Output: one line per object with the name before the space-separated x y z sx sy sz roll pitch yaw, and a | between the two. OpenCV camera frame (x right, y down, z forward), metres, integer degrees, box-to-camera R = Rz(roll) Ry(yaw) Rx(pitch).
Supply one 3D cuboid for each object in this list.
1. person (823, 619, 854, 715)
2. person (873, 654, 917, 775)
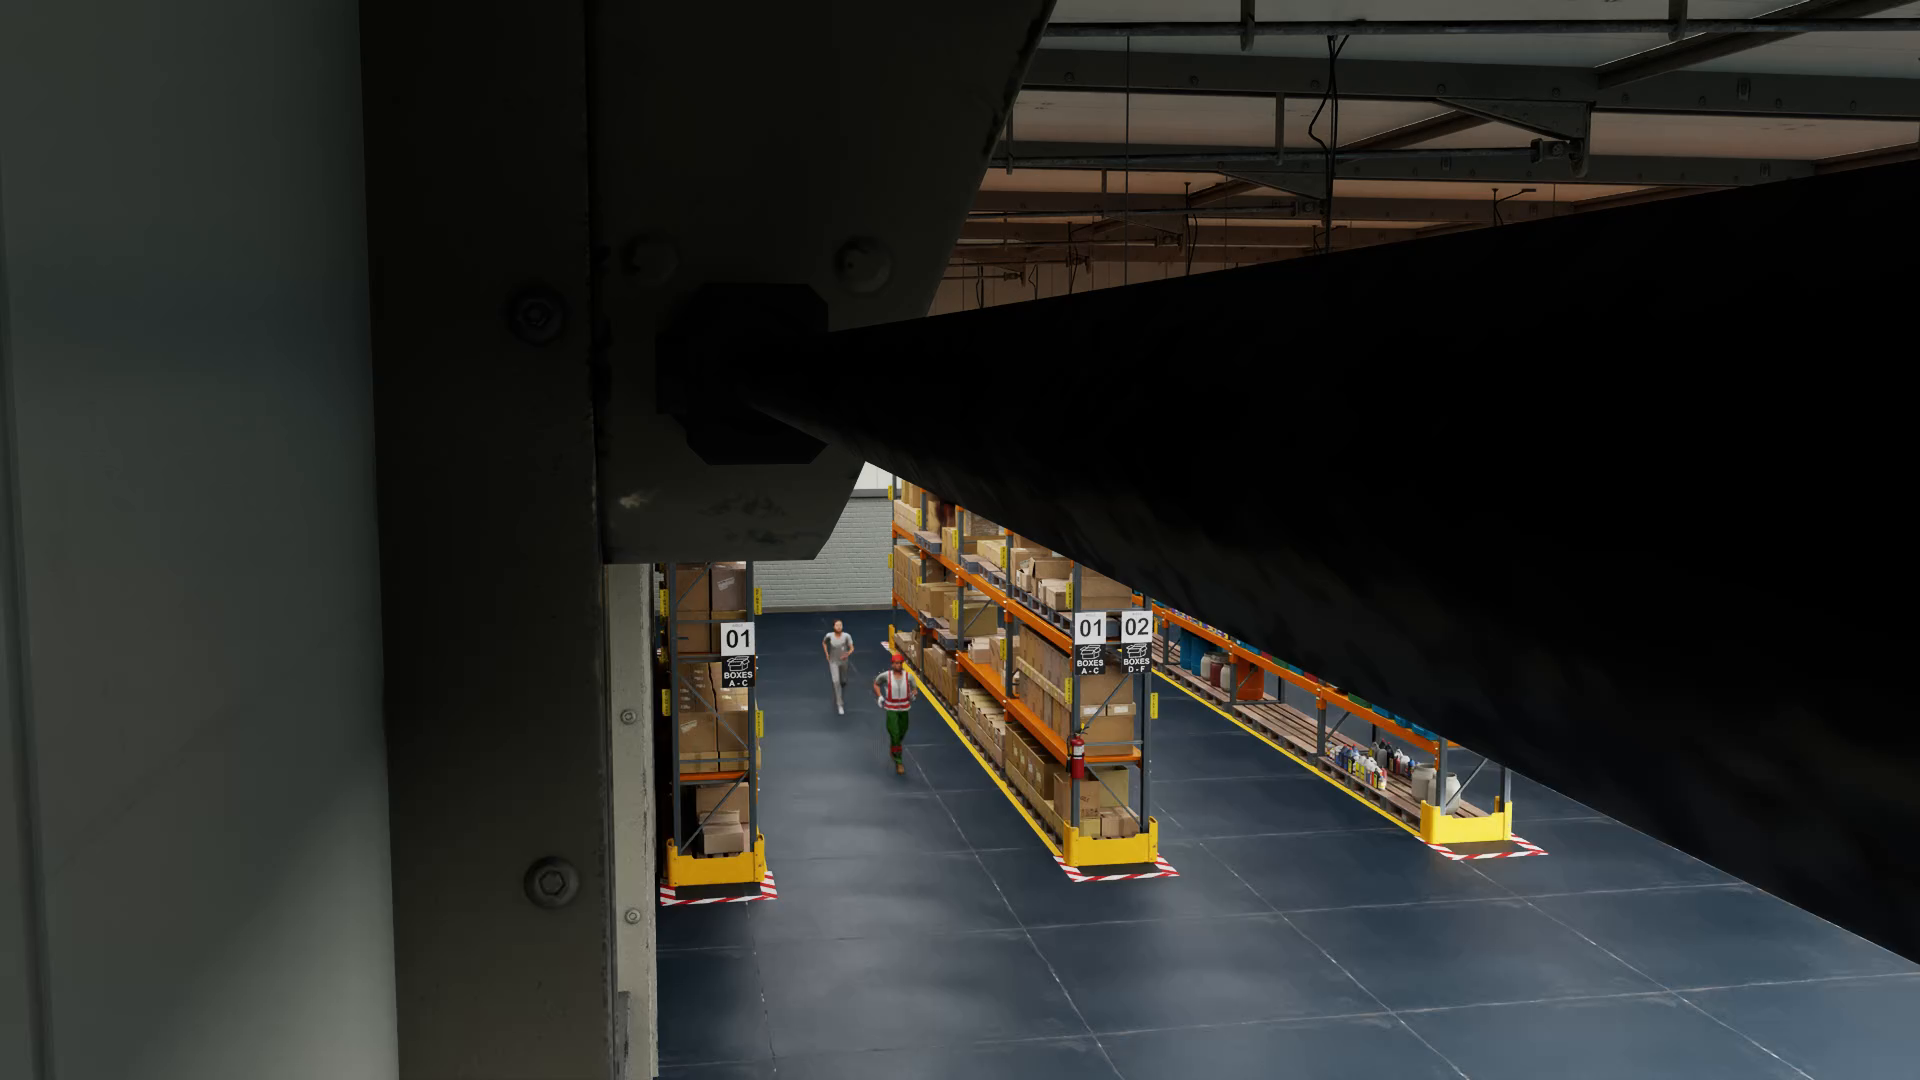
person | -2.201 2.258 30.222 0.537 1.677 1.114 -2 6 -14
person | -0.975 2.646 25.780 0.655 1.795 0.993 -2 6 -17
